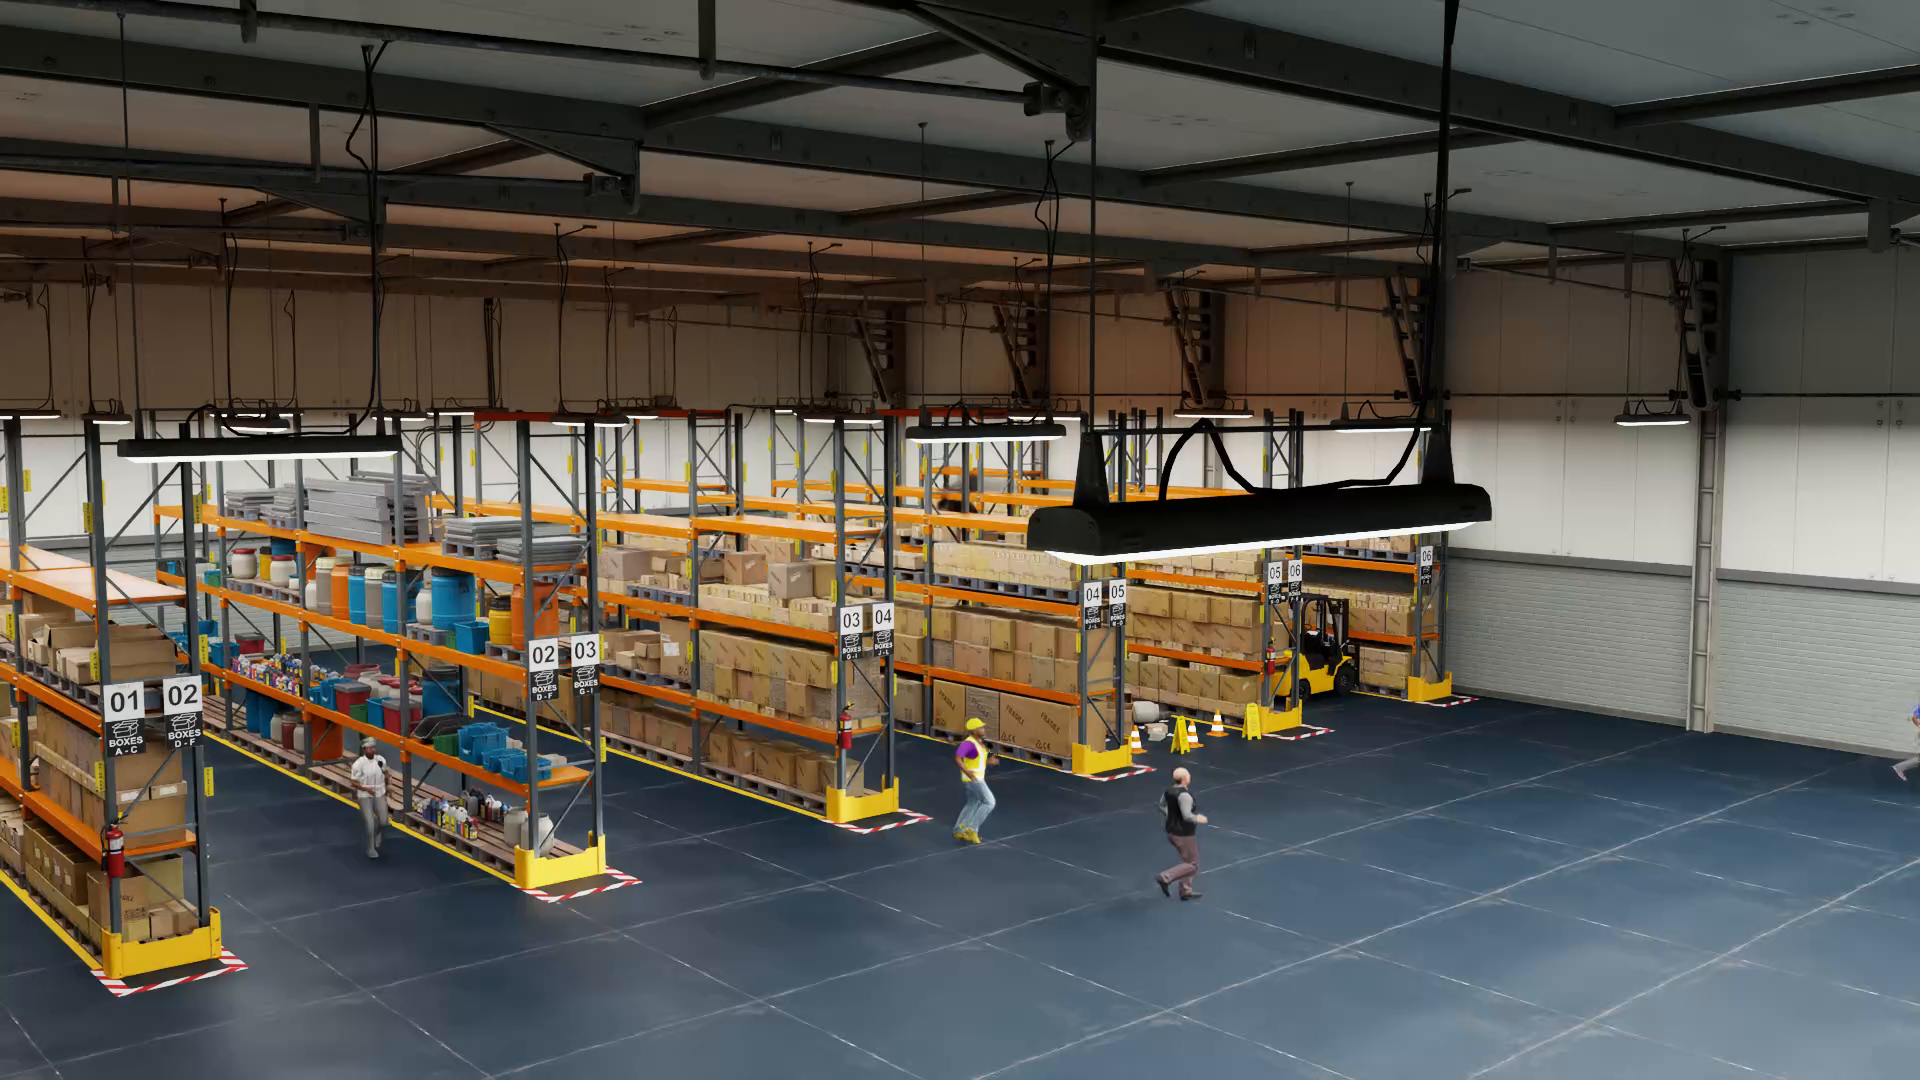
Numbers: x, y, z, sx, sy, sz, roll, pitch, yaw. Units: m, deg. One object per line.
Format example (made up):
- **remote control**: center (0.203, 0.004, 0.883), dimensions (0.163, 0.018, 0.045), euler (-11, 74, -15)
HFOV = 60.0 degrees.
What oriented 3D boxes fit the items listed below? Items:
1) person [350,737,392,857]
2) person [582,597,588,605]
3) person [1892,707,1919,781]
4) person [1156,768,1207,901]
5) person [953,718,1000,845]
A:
- **person**: center (-8.023, 3.511, 22.744), dimensions (0.569, 1.661, 0.553), euler (-4, 6, -38)
- **person**: center (-9.075, 1.866, 40.825), dimensions (0.718, 1.767, 0.941), euler (5, 7, 44)
- **person**: center (15.427, 3.180, 26.562), dimensions (0.911, 1.664, 0.580), euler (3, 6, 32)
- **person**: center (2.722, 3.671, 20.716), dimensions (0.684, 1.693, 0.656), euler (-2, 5, -20)
- **person**: center (0.233, 3.400, 23.528), dimensions (0.672, 1.780, 0.687), euler (0, 5, 3)
